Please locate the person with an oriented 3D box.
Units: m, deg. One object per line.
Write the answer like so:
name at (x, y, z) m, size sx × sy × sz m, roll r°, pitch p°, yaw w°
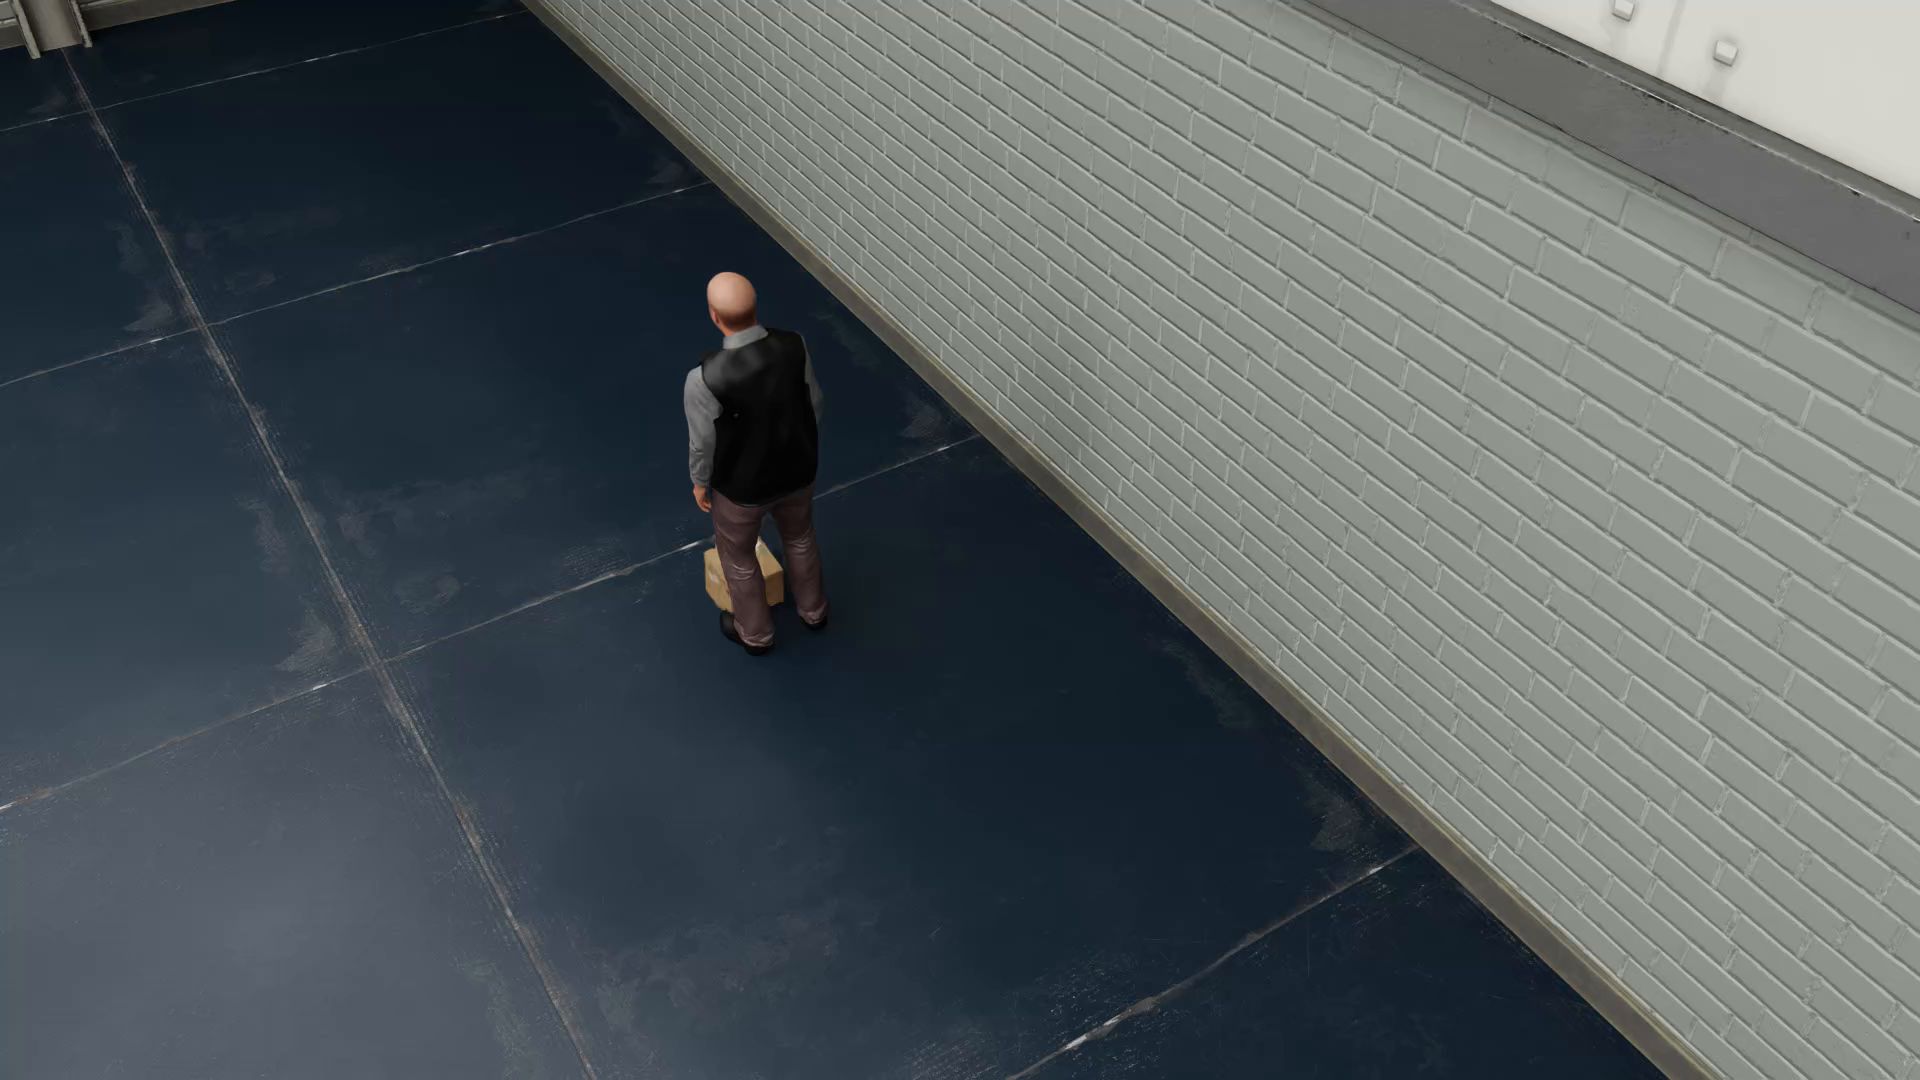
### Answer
person at (-0.777, -0.220, 6.512) m, size 0.570 × 1.619 × 0.421 m, roll -23°, pitch 46°, yaw -25°
